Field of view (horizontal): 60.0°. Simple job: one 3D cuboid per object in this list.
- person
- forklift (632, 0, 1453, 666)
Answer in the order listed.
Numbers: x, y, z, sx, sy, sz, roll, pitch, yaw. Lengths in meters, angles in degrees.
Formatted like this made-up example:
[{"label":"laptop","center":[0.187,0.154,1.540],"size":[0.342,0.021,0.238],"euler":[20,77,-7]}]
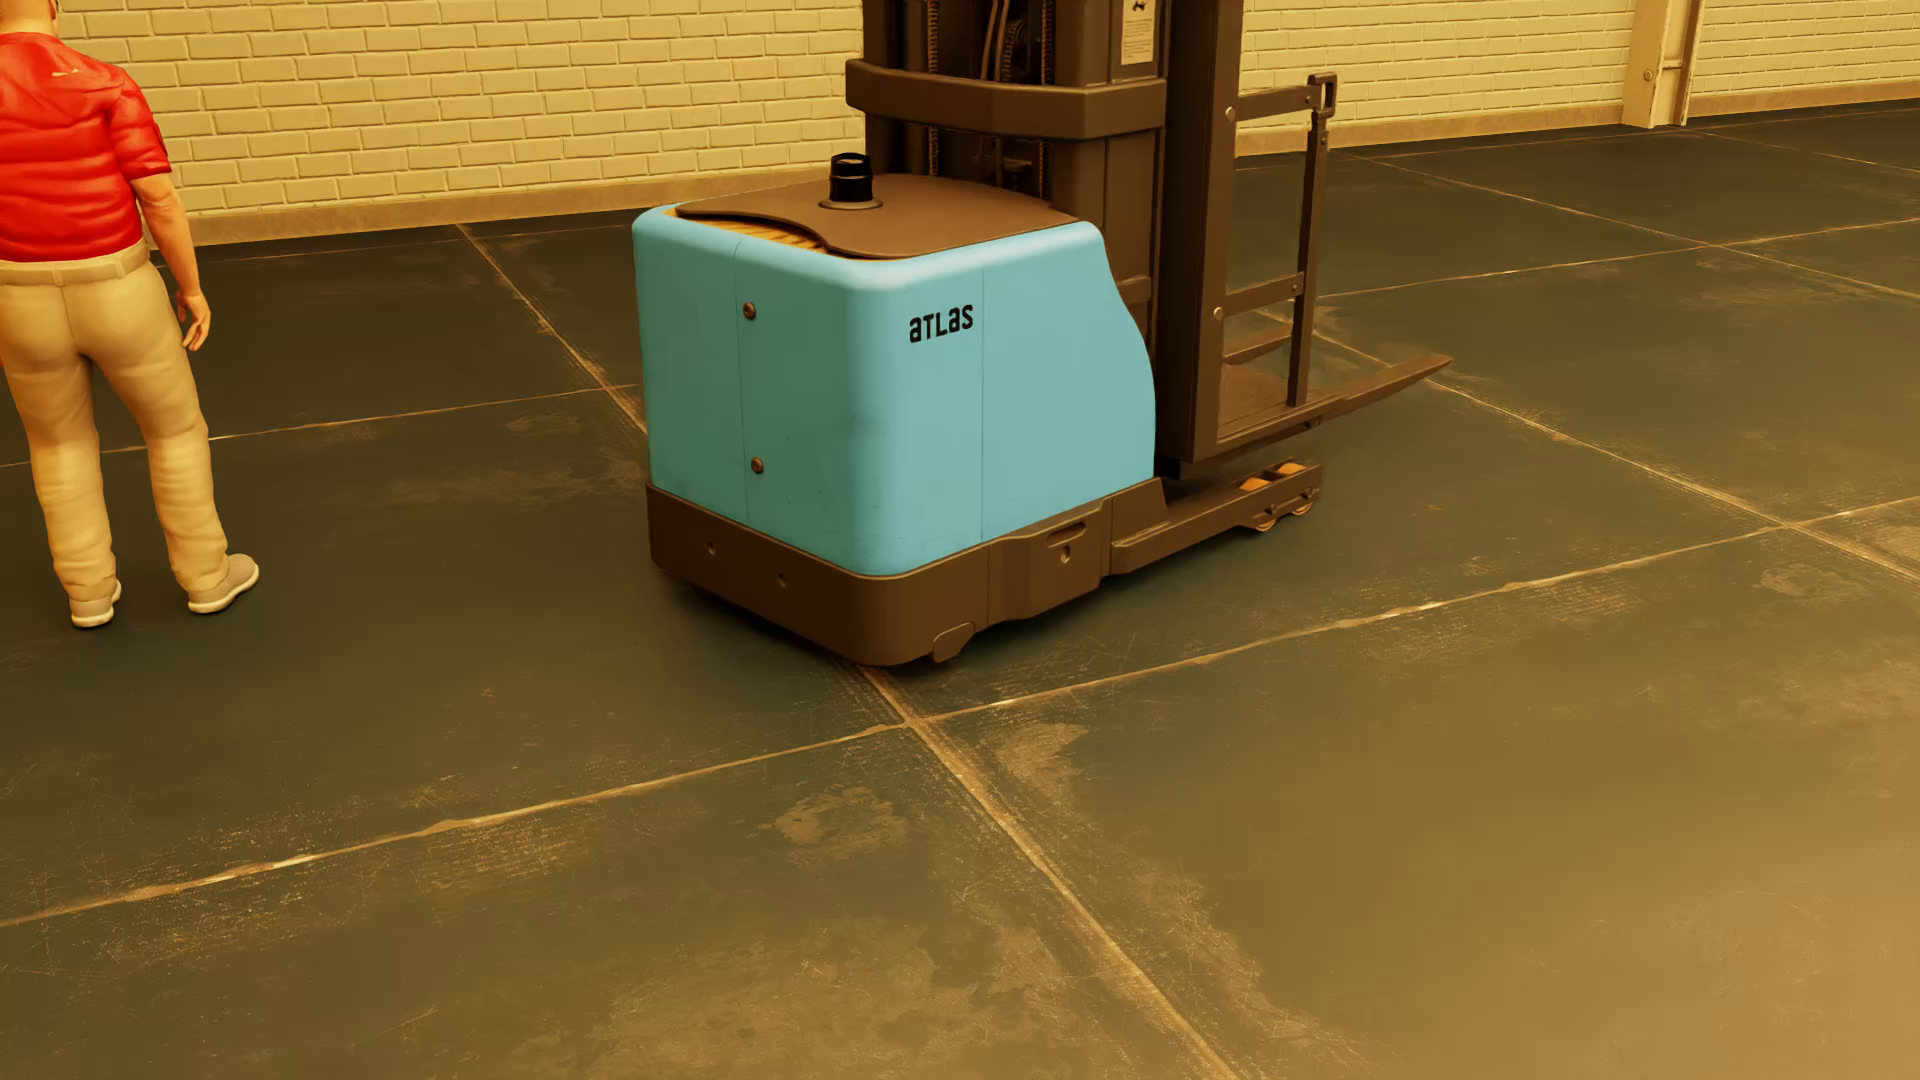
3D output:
[{"label":"person","center":[-2.281,-0.613,4.331],"size":[0.591,1.725,0.399],"euler":[-6,23,-14]},{"label":"forklift","center":[0.513,-1.505,4.909],"size":[3.031,2.935,1.130],"euler":[-21,30,-40]}]
